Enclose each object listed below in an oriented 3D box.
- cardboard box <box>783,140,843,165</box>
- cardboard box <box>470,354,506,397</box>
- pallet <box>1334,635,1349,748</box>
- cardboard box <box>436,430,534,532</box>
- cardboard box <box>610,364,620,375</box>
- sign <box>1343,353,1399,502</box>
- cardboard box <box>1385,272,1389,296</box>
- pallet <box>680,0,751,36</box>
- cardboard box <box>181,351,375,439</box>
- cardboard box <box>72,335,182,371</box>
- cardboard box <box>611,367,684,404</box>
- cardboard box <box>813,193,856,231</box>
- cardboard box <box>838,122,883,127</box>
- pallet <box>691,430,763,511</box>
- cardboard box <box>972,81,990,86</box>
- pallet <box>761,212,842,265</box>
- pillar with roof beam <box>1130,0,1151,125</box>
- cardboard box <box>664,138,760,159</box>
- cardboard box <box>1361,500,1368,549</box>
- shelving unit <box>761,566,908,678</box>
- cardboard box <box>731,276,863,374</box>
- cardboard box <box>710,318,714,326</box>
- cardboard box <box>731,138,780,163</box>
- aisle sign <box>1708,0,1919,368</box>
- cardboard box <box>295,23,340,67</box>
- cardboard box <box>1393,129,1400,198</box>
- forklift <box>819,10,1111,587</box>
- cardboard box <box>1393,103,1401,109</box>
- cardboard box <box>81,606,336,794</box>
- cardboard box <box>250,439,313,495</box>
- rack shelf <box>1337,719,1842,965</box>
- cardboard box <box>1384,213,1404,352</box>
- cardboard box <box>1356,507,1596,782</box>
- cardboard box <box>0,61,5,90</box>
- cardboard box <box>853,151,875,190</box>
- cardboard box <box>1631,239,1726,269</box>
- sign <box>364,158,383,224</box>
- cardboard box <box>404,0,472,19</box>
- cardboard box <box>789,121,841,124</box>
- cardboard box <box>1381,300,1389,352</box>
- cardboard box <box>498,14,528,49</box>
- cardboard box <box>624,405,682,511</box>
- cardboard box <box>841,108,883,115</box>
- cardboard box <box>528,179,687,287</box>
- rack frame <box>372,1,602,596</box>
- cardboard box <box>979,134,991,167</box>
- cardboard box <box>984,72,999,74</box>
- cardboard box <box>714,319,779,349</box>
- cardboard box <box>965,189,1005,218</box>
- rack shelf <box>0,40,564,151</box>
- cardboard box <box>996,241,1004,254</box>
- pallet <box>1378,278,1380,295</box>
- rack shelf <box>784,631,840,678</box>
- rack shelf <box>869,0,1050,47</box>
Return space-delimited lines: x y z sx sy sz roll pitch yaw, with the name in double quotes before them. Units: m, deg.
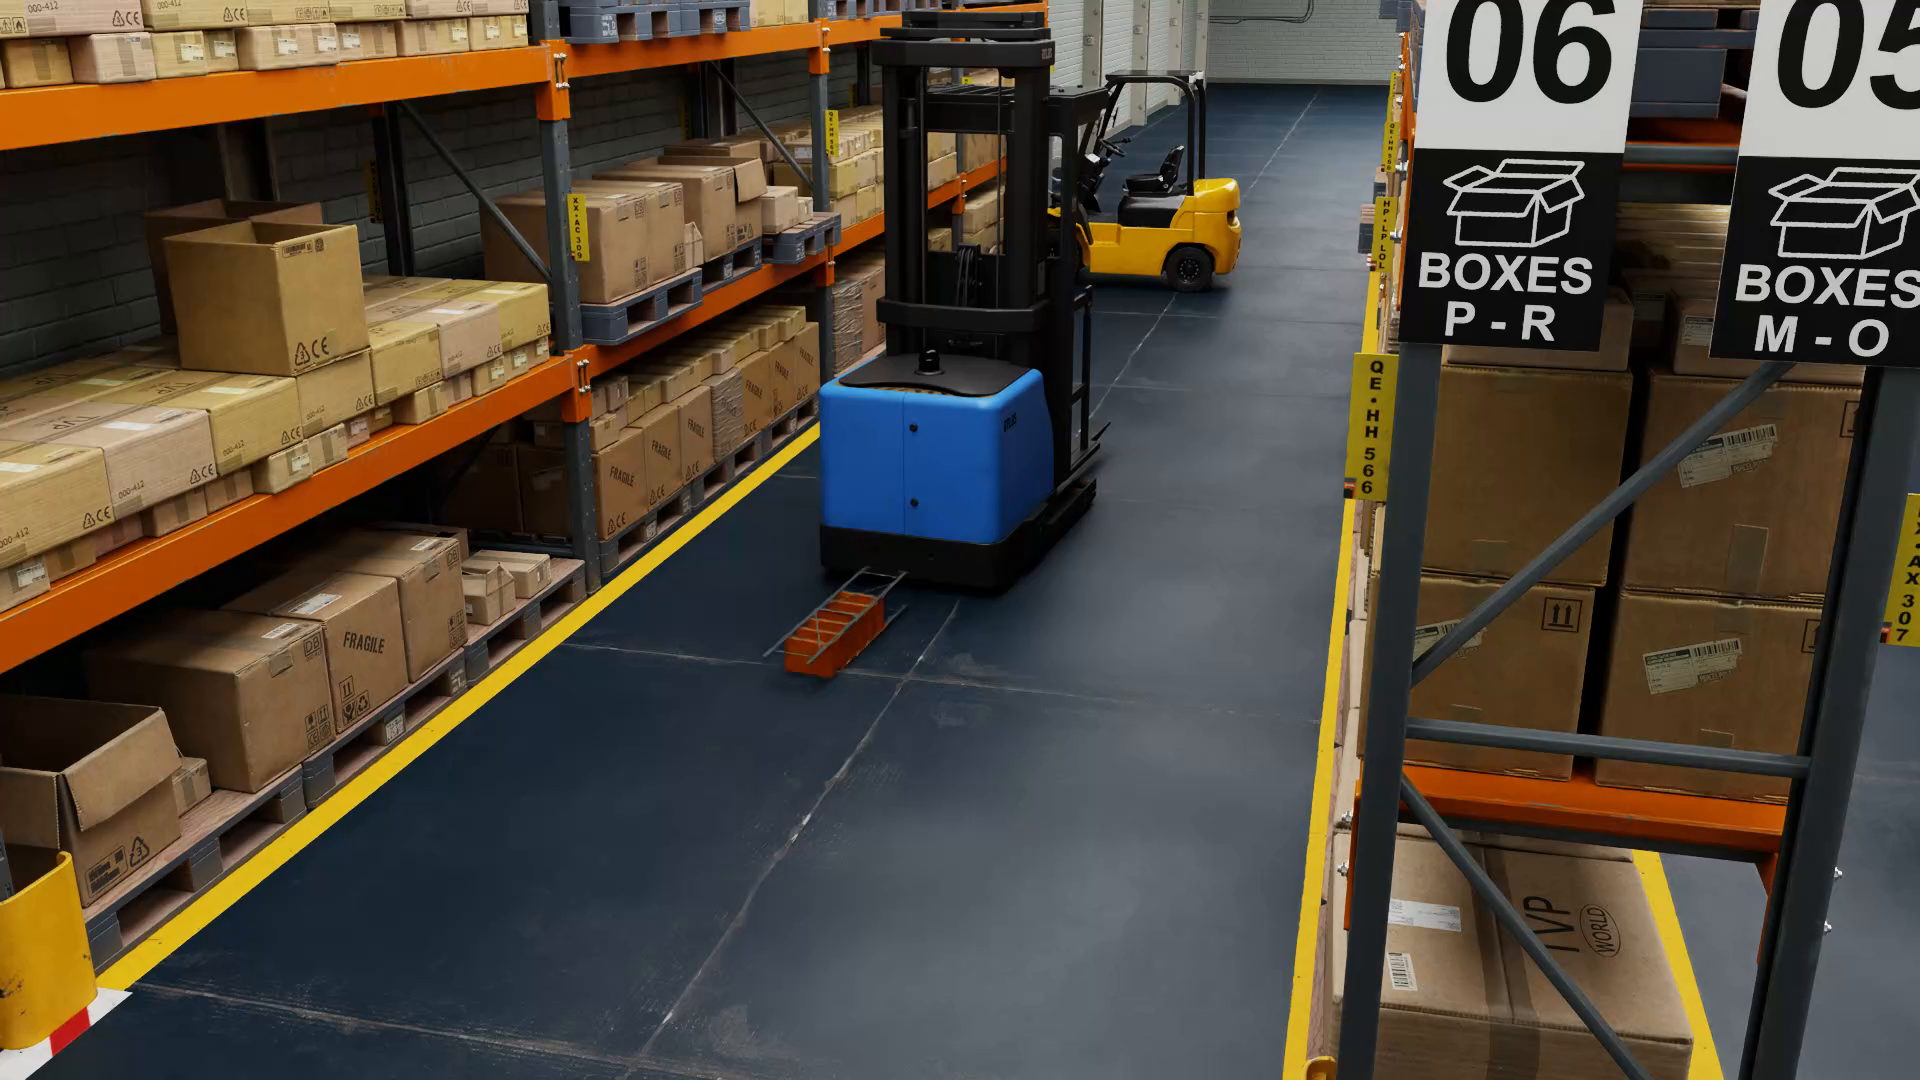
"cardboard box" -1.082 -2.864 12.273 0.380 0.149 0.250 5 20 15
"cardboard box" -2.338 -0.774 7.701 0.380 0.149 0.250 5 20 15
"pallet" 2.130 0.763 7.126 1.003 0.211 1.213 5 19 13
"cardboard box" -2.589 -0.372 9.354 0.500 0.500 0.500 5 19 13
"cardboard box" -2.337 -1.049 10.332 0.380 0.149 0.250 5 19 14
"sign" 0.892 -0.242 3.597 0.100 0.325 0.005 5 19 13
"cardboard box" 2.499 -1.431 8.696 0.500 0.250 0.500 5 20 15
"pallet" -1.945 -3.034 9.579 1.213 0.211 1.003 5 19 13
"cardboard box" -2.680 -0.595 6.562 0.500 0.250 0.500 4 19 12
"cardboard box" -3.164 -0.641 6.694 0.500 0.250 0.500 5 19 13
"cardboard box" -1.881 -0.930 9.984 0.380 0.149 0.250 5 19 13
"cardboard box" -1.100 -2.482 12.545 0.500 0.250 0.500 5 19 14
"cardboard box" -0.807 -3.358 13.721 0.380 0.149 0.250 5 19 13
"pallet" -1.964 -0.501 10.828 1.003 0.211 1.213 5 19 13
"cardboard box" 0.090 -4.500 16.605 0.380 0.149 0.250 5 20 15
"pallet" -1.543 -2.124 11.562 1.213 0.211 1.003 5 19 13
"pillar with roof beam" 8.038 -12.934 33.633 9.100 9.000 0.400 5 19 13
"cardboard box" -1.722 -2.530 11.649 0.500 0.500 0.500 6 20 16
"cardboard box" 2.466 -0.182 8.218 0.875 0.875 0.875 5 20 15
"shelving unit" -0.589 0.435 8.114 0.258 0.189 1.200 8 22 19
"cardboard box" -1.279 -1.702 13.055 0.875 0.625 0.625 5 20 15
"cardboard box" -1.966 -1.536 11.757 0.380 0.149 0.250 5 20 15
"cardboard box" -1.562 -2.905 12.394 0.380 0.149 0.250 5 20 15
"aisle sign" 1.678 -0.719 3.131 0.394 0.787 0.004 5 19 13
"cardboard box" -2.571 -1.859 6.237 0.380 0.149 0.250 5 20 14
"cardboard box" 2.758 -2.110 9.523 0.500 0.500 0.500 5 20 15
"forklift" 0.208 -1.577 9.770 1.130 2.935 3.031 7 20 18
"cardboard box" 3.583 -3.085 12.816 0.500 0.500 0.500 4 19 11
"cardboard box" -2.912 0.610 6.479 0.700 0.500 0.500 5 20 16
"cardboard box" -2.690 -0.288 6.278 0.380 0.149 0.250 4 19 12
"rack shelf" 1.903 0.179 5.636 1.077 0.370 4.000 5 19 13
"cardboard box" 1.775 -0.861 5.867 0.500 0.500 0.500 5 19 14
"cardboard box" 1.276 0.246 4.172 0.500 0.500 0.500 5 19 14
"cardboard box" -3.058 -1.392 4.870 0.380 0.149 0.250 5 19 14
"cardboard box" -0.976 -2.875 12.923 0.500 0.250 0.500 5 20 15
"cardboard box" 1.986 -0.696 4.378 0.380 0.149 0.250 4 19 12
"sign" -2.961 -1.770 8.437 0.100 0.325 0.005 5 19 13
"cardboard box" -2.414 -2.334 7.010 0.500 0.250 0.500 4 19 12
"cardboard box" -1.205 -3.388 13.807 0.380 0.149 0.250 5 20 15
"cardboard box" 2.023 -0.709 6.969 0.500 0.500 0.500 5 20 15
"cardboard box" -2.224 -2.344 7.657 0.380 0.149 0.250 5 19 13
"cardboard box" -1.965 -0.496 9.718 0.500 0.500 0.500 4 19 13
"cardboard box" -0.878 -3.868 15.212 0.380 0.149 0.250 4 19 12
"cardboard box" -1.961 -1.721 9.282 0.700 0.500 0.500 5 19 14
"rack frame" -2.422 -1.179 8.499 1.000 3.000 0.127 5 19 13
"cardboard box" 0.005 -4.017 16.653 0.500 0.500 0.500 5 19 14
"cardboard box" 0.470 -4.980 18.008 0.380 0.149 0.250 5 20 15
"cardboard box" -1.464 -1.414 11.400 0.380 0.149 0.250 4 19 12
"cardboard box" 0.200 -3.500 17.353 0.500 0.250 0.500 5 20 15
"rack shelf" -2.911 -1.631 6.295 1.077 0.370 4.000 5 19 13
"cardboard box" 0.191 -3.032 17.529 0.500 0.250 0.500 5 19 14
"pallet" 4.772 -2.573 16.894 1.003 0.211 1.213 5 19 13
"rack shelf" -0.698 0.540 7.837 0.258 0.180 0.103 8 22 19
"rack shelf" 0.021 -5.393 17.307 1.077 0.370 4.000 5 19 13
